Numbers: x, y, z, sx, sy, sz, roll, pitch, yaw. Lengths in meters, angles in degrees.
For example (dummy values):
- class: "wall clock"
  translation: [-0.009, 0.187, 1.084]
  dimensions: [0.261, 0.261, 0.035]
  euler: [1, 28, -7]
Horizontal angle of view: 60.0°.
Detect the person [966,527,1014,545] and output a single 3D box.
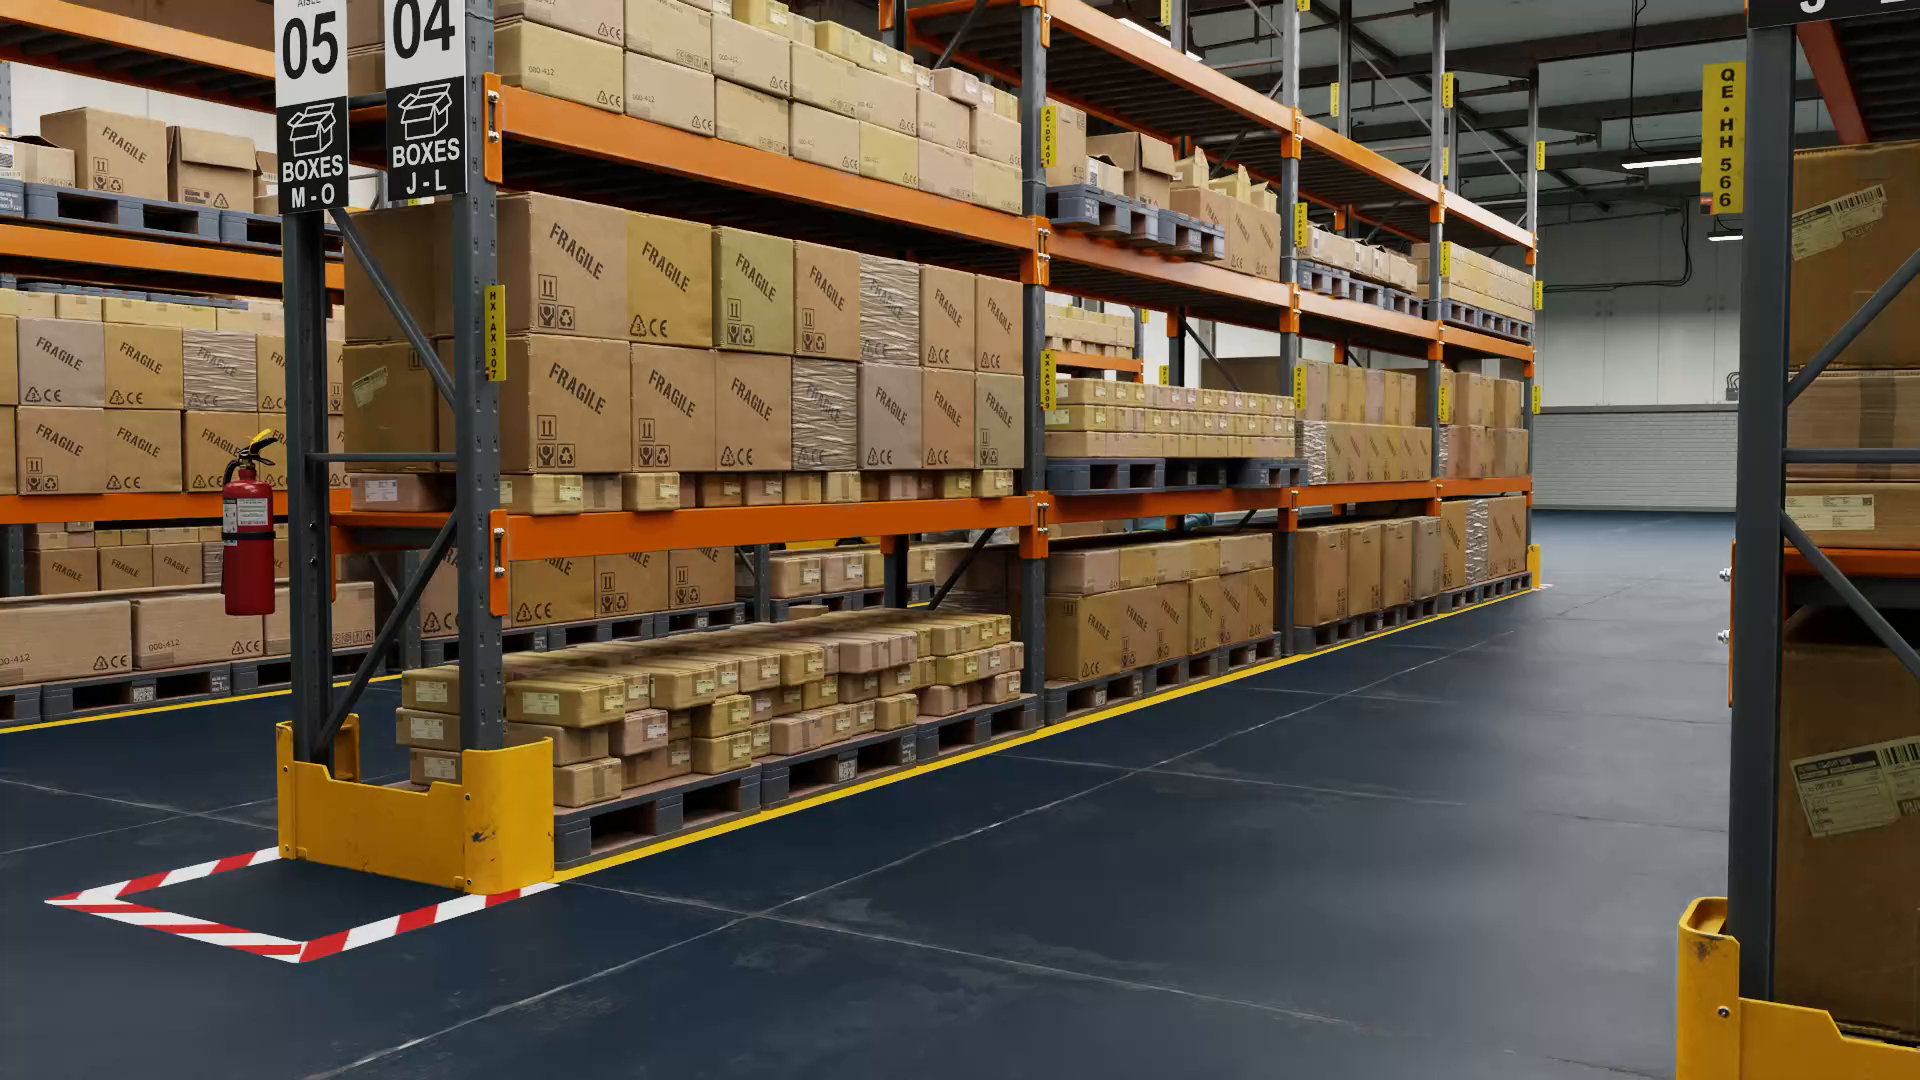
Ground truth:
- class: "person"
  translation: [0.288, -0.194, 16.556]
  dimensions: [0.534, 1.794, 0.381]
  euler: [1, 3, 25]
